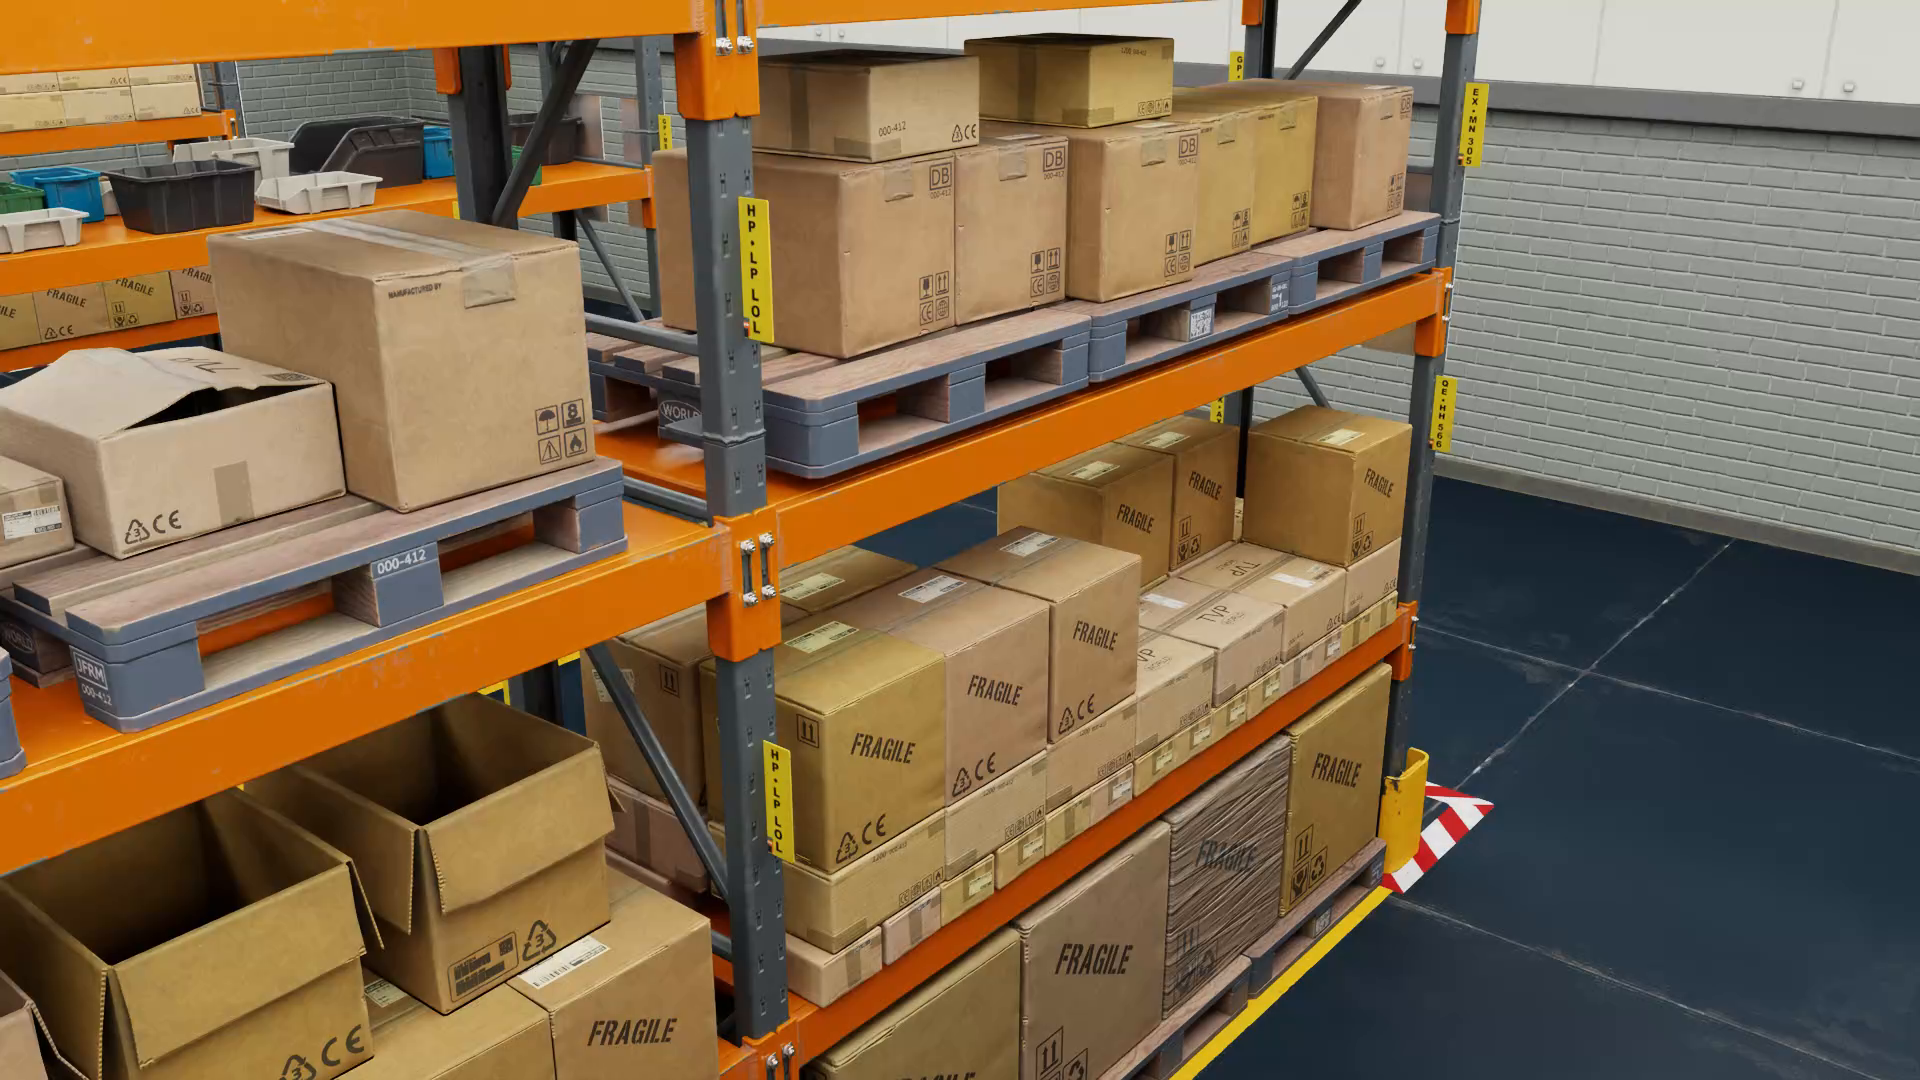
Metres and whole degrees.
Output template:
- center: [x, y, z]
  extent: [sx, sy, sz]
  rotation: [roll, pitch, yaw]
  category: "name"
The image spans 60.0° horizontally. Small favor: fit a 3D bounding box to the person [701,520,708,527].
- center: [-1.219, 0.233, 9.328]
  extent: [0.508, 1.418, 0.615]
  rotation: [16, 26, 37]
  category: "person"
